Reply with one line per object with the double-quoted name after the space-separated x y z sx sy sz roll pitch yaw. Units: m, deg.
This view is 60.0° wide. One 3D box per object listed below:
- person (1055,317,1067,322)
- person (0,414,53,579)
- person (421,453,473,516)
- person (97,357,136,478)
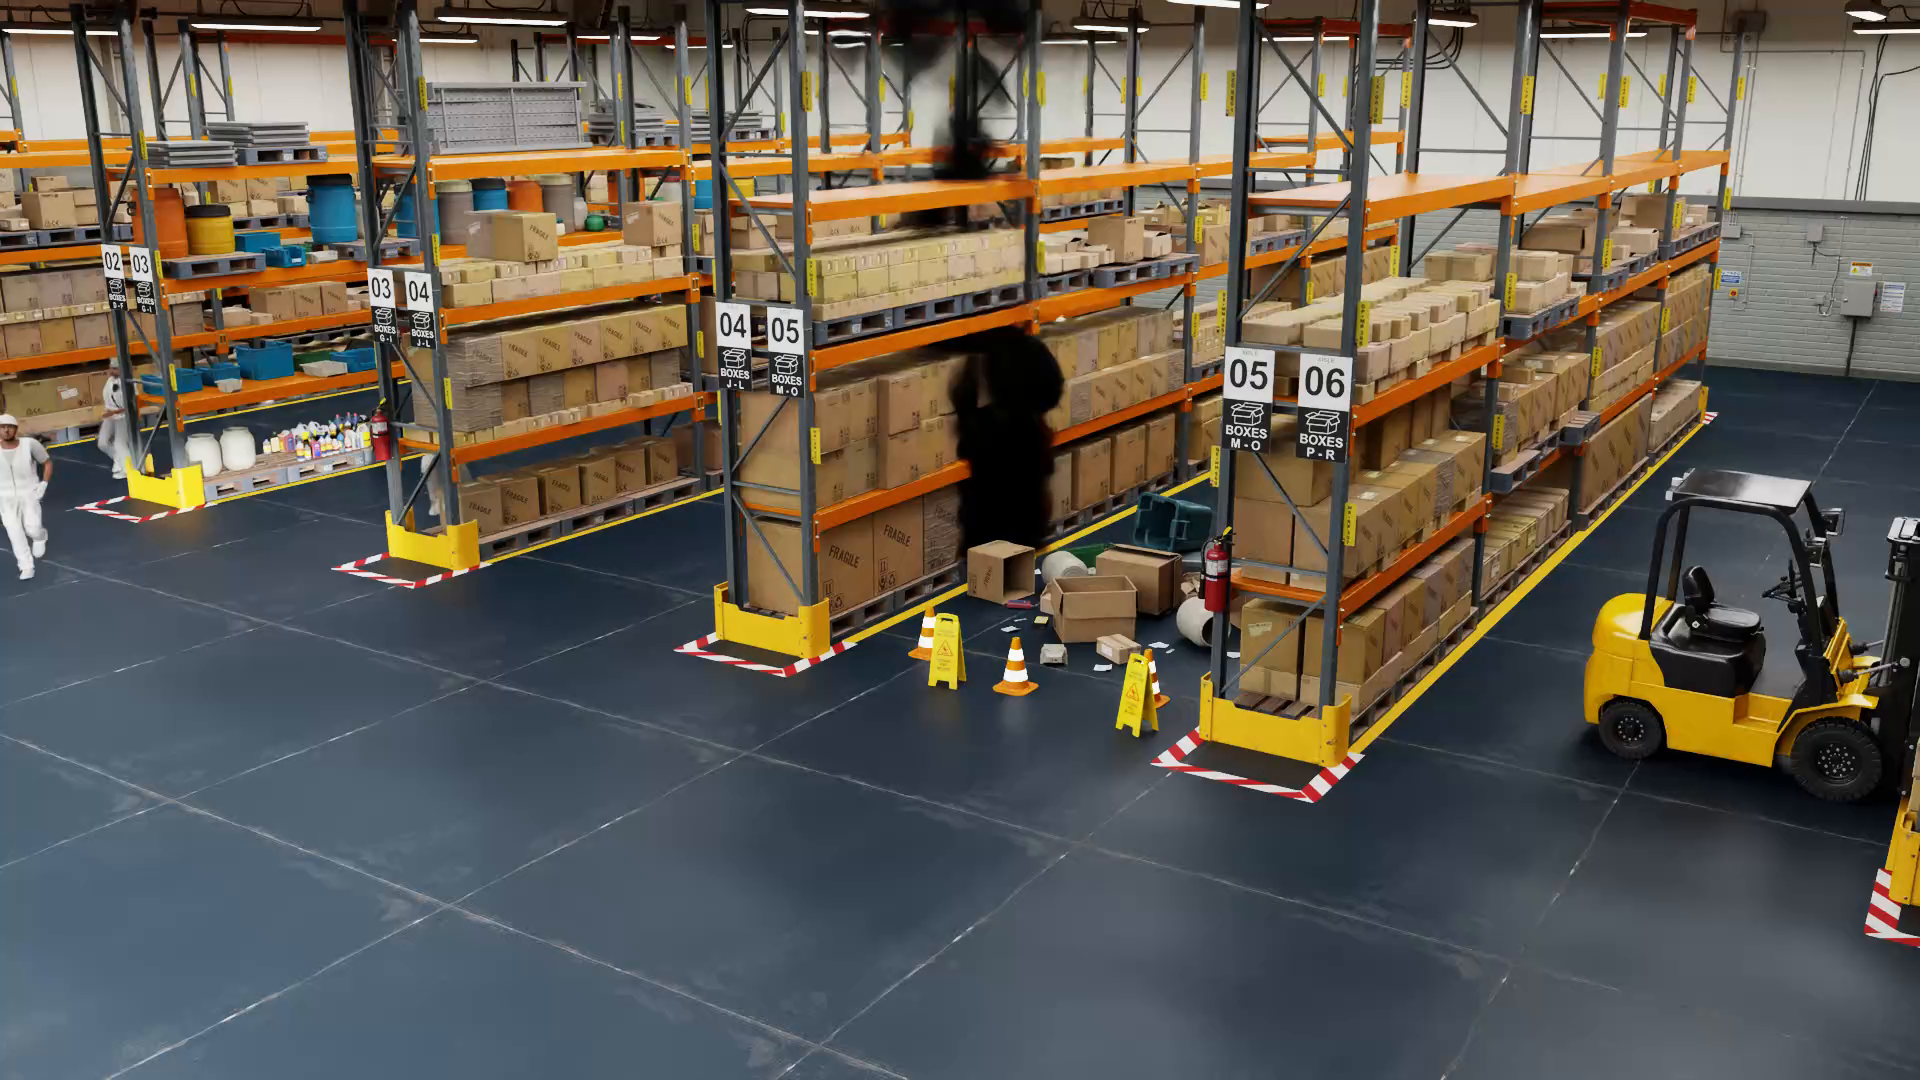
1.531 -2.432 24.615 0.634 1.777 0.984 8 17 26 "person"
-10.049 -0.496 17.759 0.680 1.749 0.754 -6 17 -21 "person"
-6.267 -1.204 20.263 0.675 1.846 0.829 6 17 20 "person"
-11.120 -1.607 21.949 0.604 1.646 0.521 6 17 20 "person"
